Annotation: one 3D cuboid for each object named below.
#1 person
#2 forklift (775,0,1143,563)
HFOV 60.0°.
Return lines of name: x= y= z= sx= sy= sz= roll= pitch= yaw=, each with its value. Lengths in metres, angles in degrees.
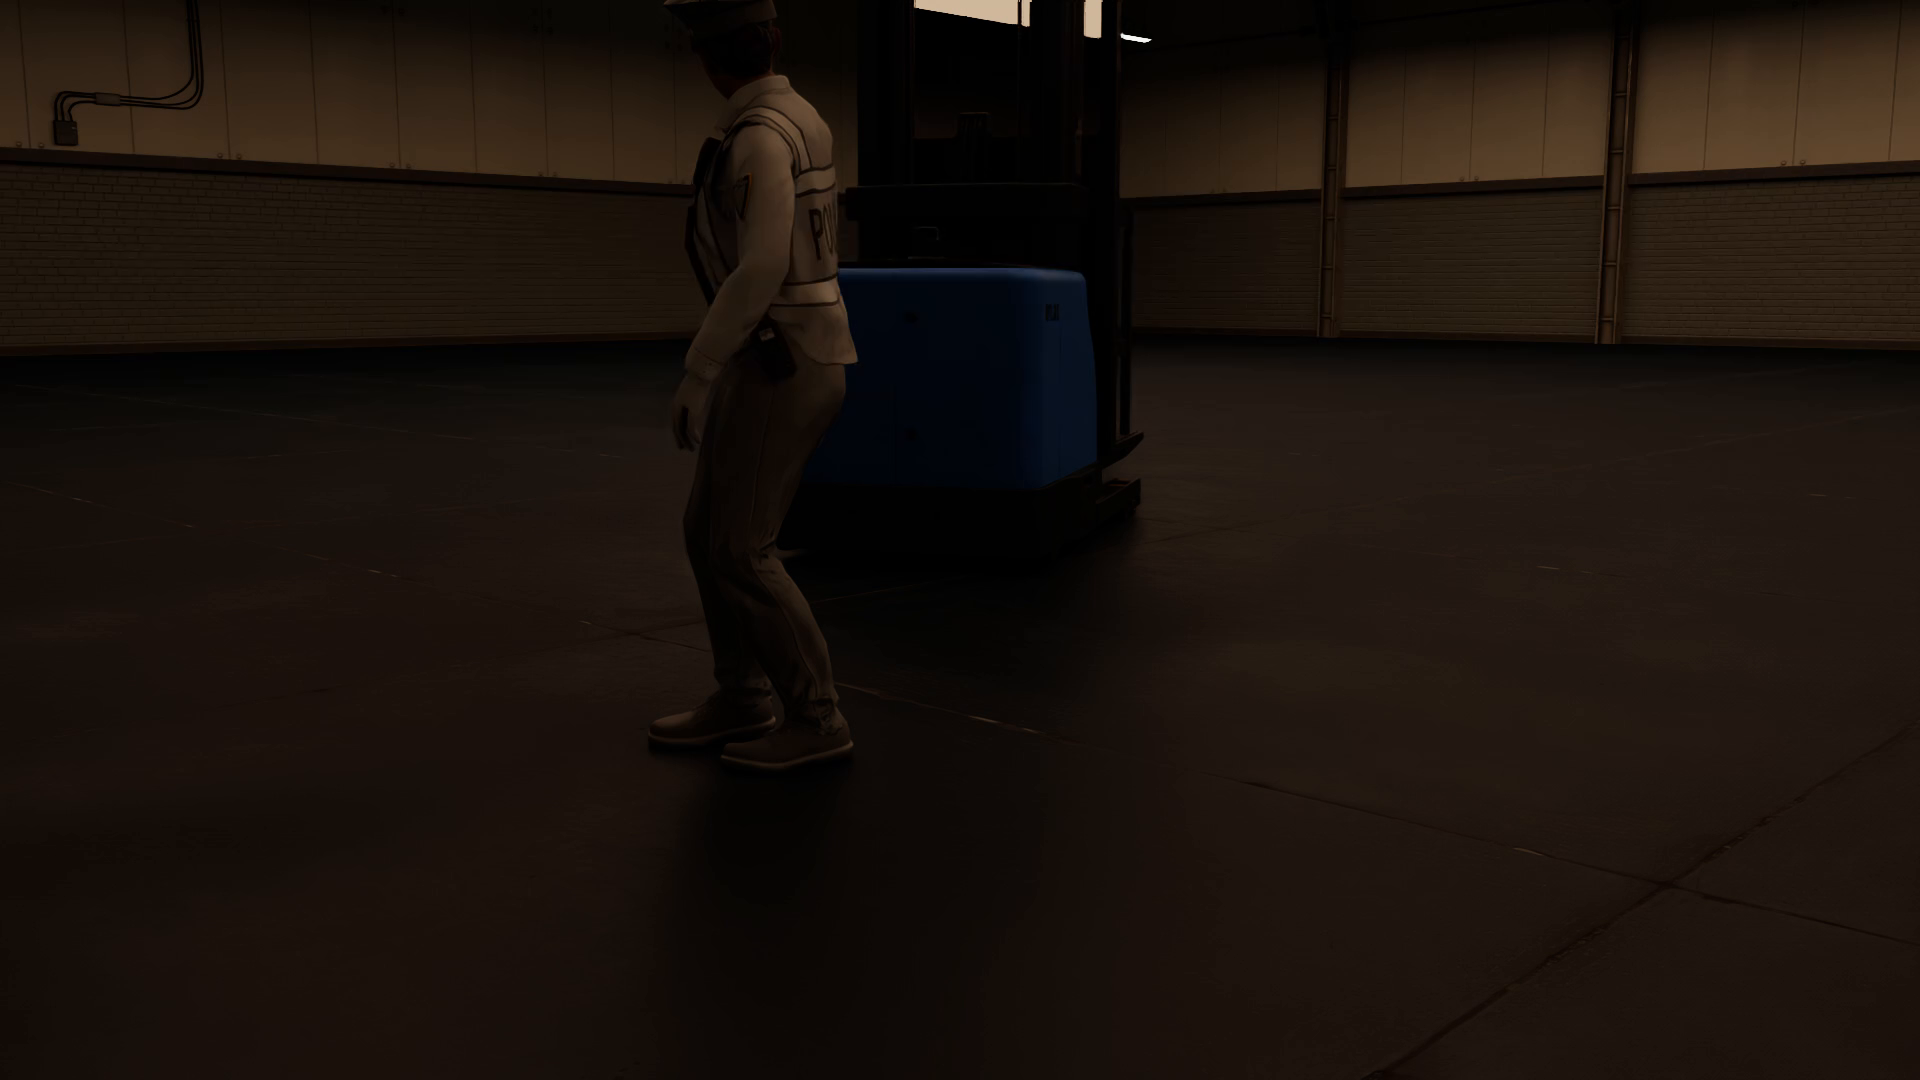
person: x=-0.448 y=-0.335 z=3.477 sx=0.473 sy=1.643 sz=0.693 roll=-1 pitch=9 yaw=-4
forklift: x=0.189 y=-1.547 z=7.151 sx=1.130 sy=2.935 sz=3.031 roll=2 pitch=9 yaw=16
